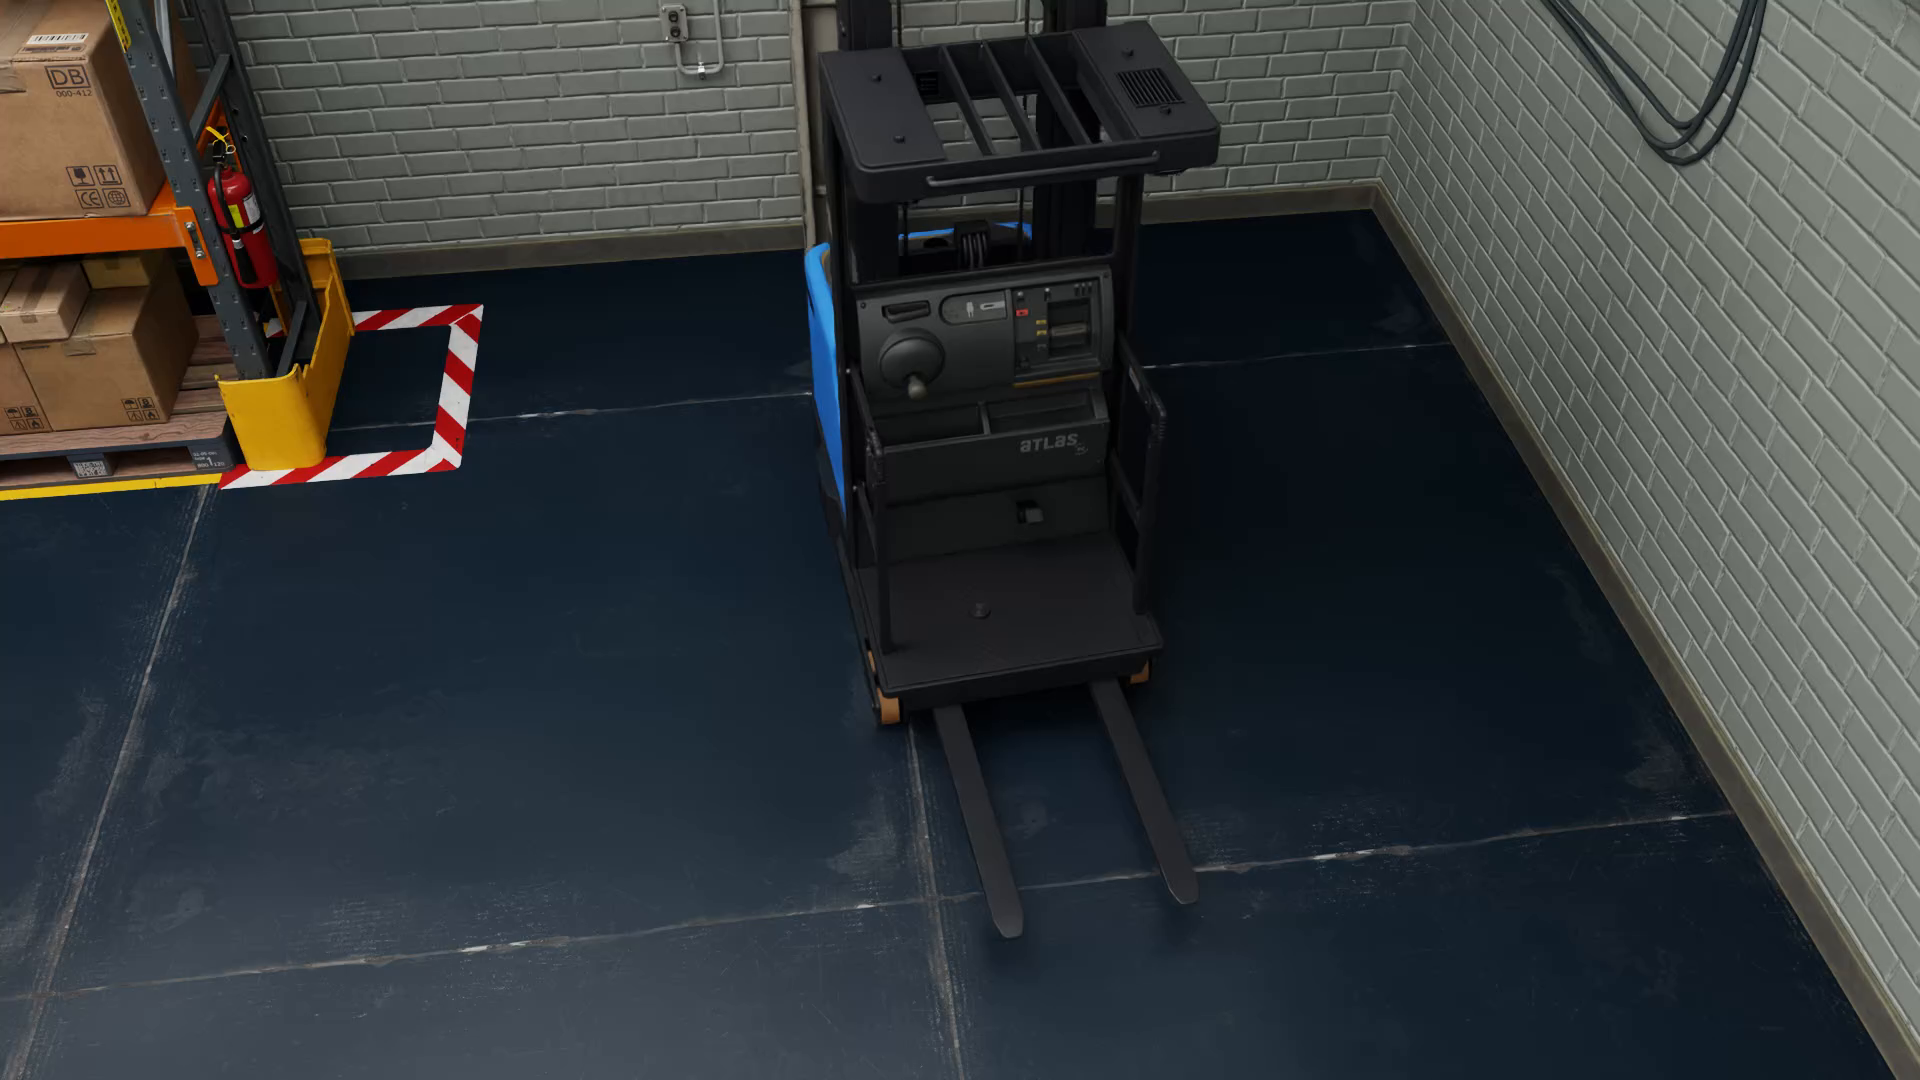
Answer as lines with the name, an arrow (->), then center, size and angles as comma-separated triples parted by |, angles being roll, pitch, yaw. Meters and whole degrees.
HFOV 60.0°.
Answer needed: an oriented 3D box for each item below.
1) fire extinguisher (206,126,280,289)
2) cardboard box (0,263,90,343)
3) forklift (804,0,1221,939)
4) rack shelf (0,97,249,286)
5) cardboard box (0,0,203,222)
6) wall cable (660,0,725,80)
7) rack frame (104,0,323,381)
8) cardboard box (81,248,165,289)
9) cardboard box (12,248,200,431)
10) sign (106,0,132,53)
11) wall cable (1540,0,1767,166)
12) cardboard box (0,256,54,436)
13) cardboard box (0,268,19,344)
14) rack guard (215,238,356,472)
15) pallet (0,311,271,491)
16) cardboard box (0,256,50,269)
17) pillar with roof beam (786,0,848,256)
fire extinguisher -> -2.983, -1.362, 6.857 | 0.183, 0.674, 0.296 | -5, 42, -6
cardboard box -> -3.978, -1.032, 7.223 | 0.250, 0.149, 0.380 | -5, 42, -6
forklift -> 0.146, -0.652, 5.785 | 1.130, 2.935, 3.031 | -8, 43, -9
rack shelf -> -5.176, -1.382, 7.080 | 4.000, 0.370, 1.077 | -5, 42, -6
cardboard box -> -3.697, -1.883, 6.874 | 0.700, 0.700, 0.980 | -3, 42, -4
wall cable -> -2.046, -2.939, 7.511 | 1.851, 1.984, 0.084 | -5, 42, -6
rack frame -> -3.193, -1.823, 7.031 | 0.127, 3.000, 1.000 | -5, 42, -6
cardboard box -> -3.776, -1.308, 7.529 | 0.250, 0.149, 0.380 | -5, 42, -5
cardboard box -> -3.874, -0.923, 7.587 | 0.500, 0.500, 0.700 | -5, 42, -6
sign -> -3.136, -1.979, 6.163 | 0.005, 0.325, 0.100 | -5, 42, -6
wall cable -> 2.462, -3.151, 6.343 | 0.112, 2.526, 3.097 | -5, 42, -6
cardboard box -> -4.370, -0.880, 7.538 | 0.500, 0.500, 0.700 | -5, 42, -6
cardboard box -> -4.231, -1.009, 7.198 | 0.250, 0.149, 0.380 | -4, 42, -4
rack guard -> -3.169, -0.897, 7.871 | 0.348, 0.500, 1.175 | -5, 42, -6
pallet -> -3.976, -0.666, 7.831 | 1.213, 0.211, 1.003 | -5, 42, -6
cardboard box -> -4.278, -1.263, 7.479 | 0.250, 0.149, 0.380 | -5, 42, -5
pillar with roof beam -> -0.070, -2.000, 2.749 | 0.400, 9.000, 9.100 | -5, 42, -6
